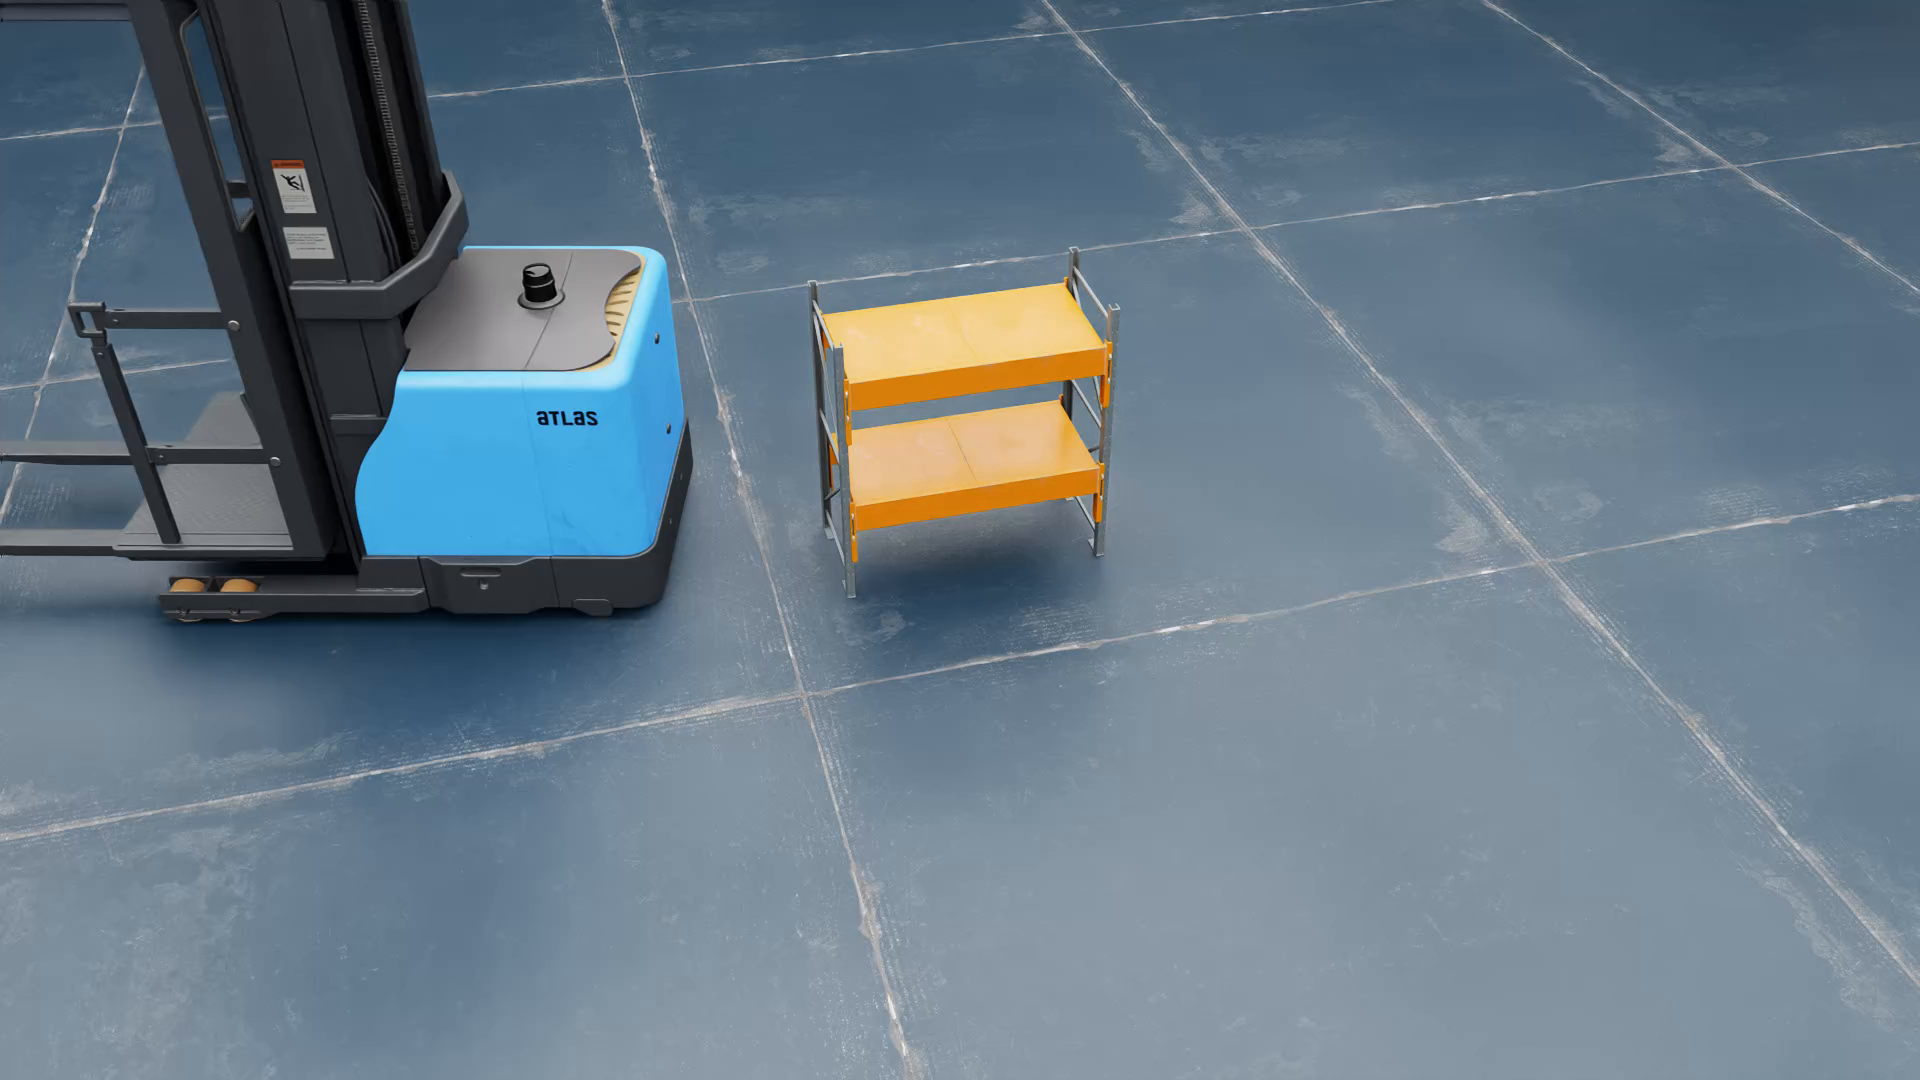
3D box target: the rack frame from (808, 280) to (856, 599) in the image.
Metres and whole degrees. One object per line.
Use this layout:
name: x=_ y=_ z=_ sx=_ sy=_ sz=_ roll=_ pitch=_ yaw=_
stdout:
rack frame: x=-0.484 y=-0.367 z=6.304 sx=0.032 sy=1.125 sz=0.500 roll=-9 pitch=38 yaw=-12

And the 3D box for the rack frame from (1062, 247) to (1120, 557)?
rack frame: x=0.497 y=-0.528 z=6.515 sx=0.032 sy=1.125 sz=0.500 roll=-9 pitch=38 yaw=-12

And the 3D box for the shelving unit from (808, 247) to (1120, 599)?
shelving unit: x=0.007 y=-0.448 z=6.410 sx=1.048 sy=1.125 sz=0.538 roll=-9 pitch=38 yaw=-12

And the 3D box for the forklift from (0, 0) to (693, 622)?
forklift: x=-2.647 y=-1.173 z=5.871 sx=3.031 sy=2.935 sz=1.130 roll=0 pitch=37 yaw=0

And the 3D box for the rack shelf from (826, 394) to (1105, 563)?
rack shelf: x=0.007 y=-0.254 z=6.558 sx=1.000 sy=0.278 sz=0.538 roll=-9 pitch=38 yaw=-12

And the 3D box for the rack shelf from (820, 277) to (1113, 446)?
rack shelf: x=0.007 y=-0.680 z=6.232 sx=1.000 sy=0.278 sz=0.538 roll=-9 pitch=38 yaw=-12
